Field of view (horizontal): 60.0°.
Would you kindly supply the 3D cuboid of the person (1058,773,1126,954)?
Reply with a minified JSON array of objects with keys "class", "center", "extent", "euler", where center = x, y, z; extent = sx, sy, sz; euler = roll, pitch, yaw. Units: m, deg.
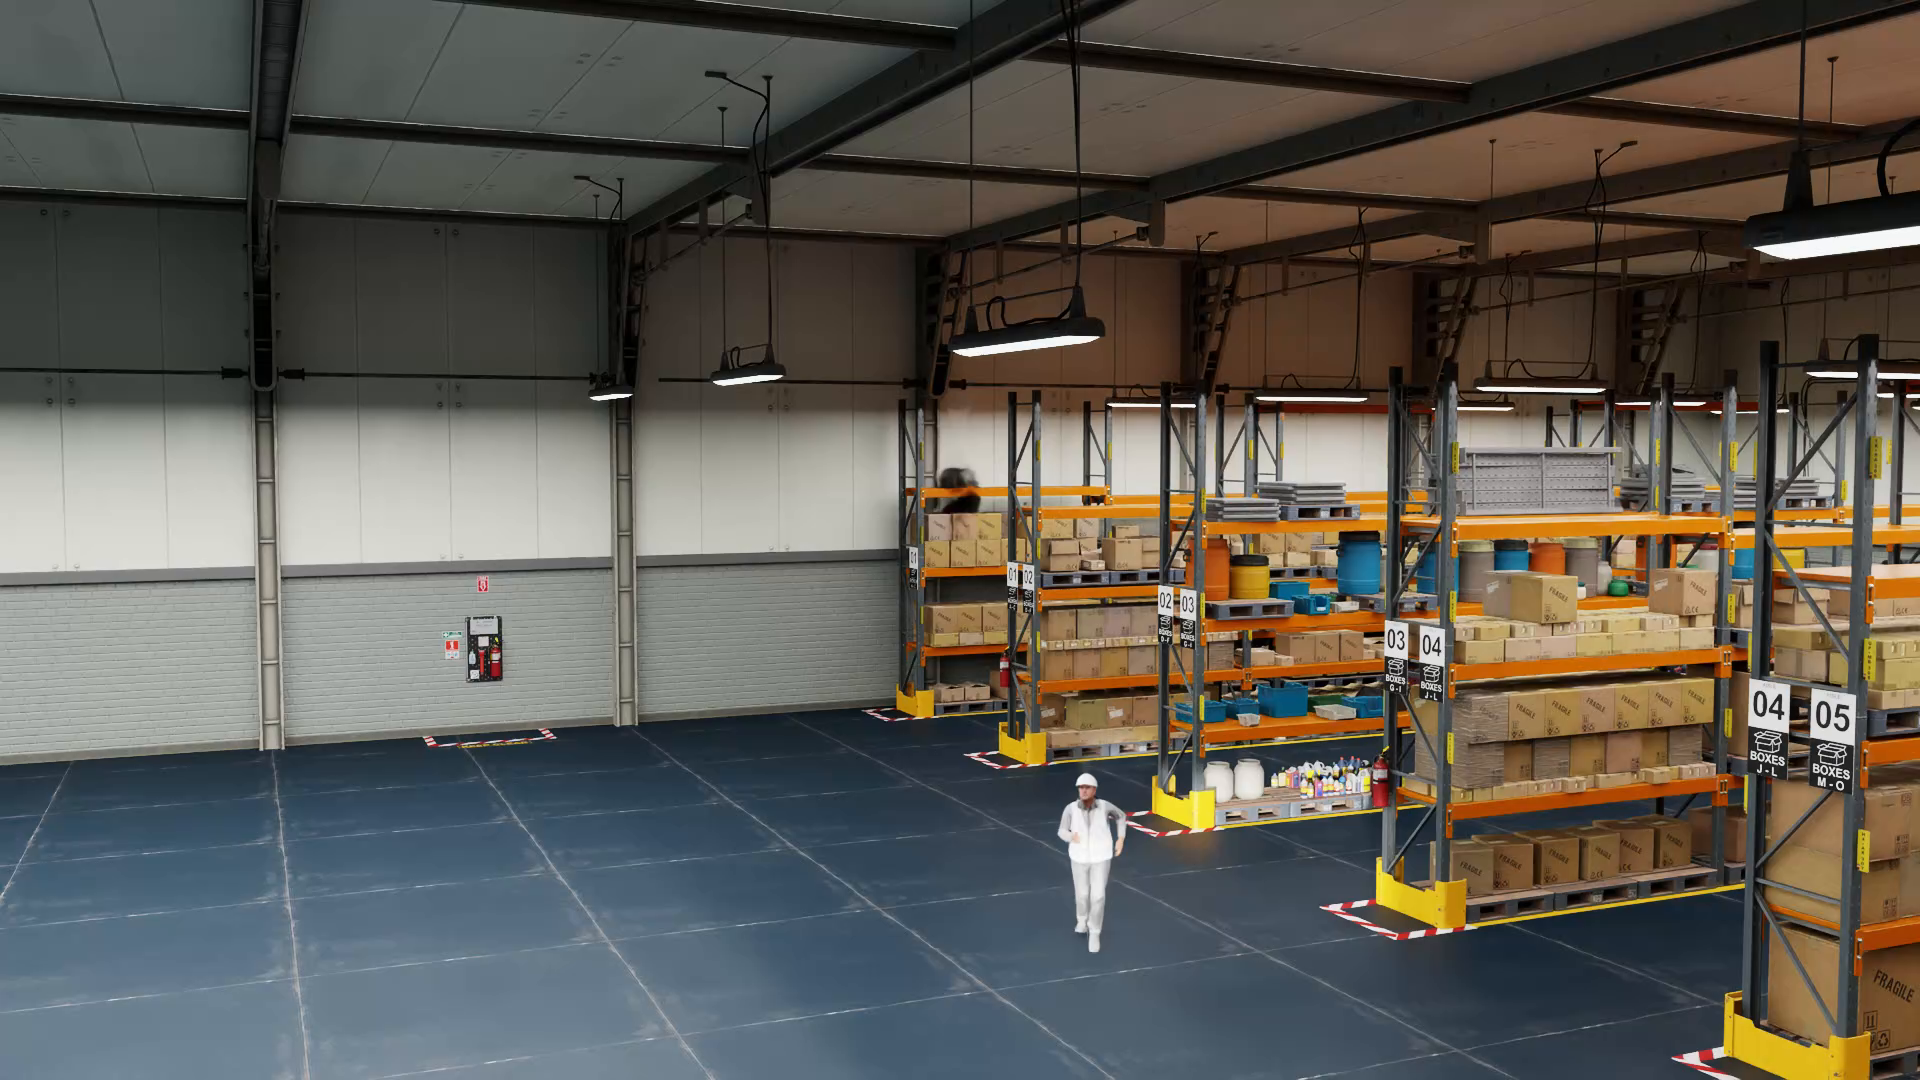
[{"class":"person","center":[1.348,3.282,17.056],"extent":[0.664,1.810,0.887],"euler":[1,3,13]}]
